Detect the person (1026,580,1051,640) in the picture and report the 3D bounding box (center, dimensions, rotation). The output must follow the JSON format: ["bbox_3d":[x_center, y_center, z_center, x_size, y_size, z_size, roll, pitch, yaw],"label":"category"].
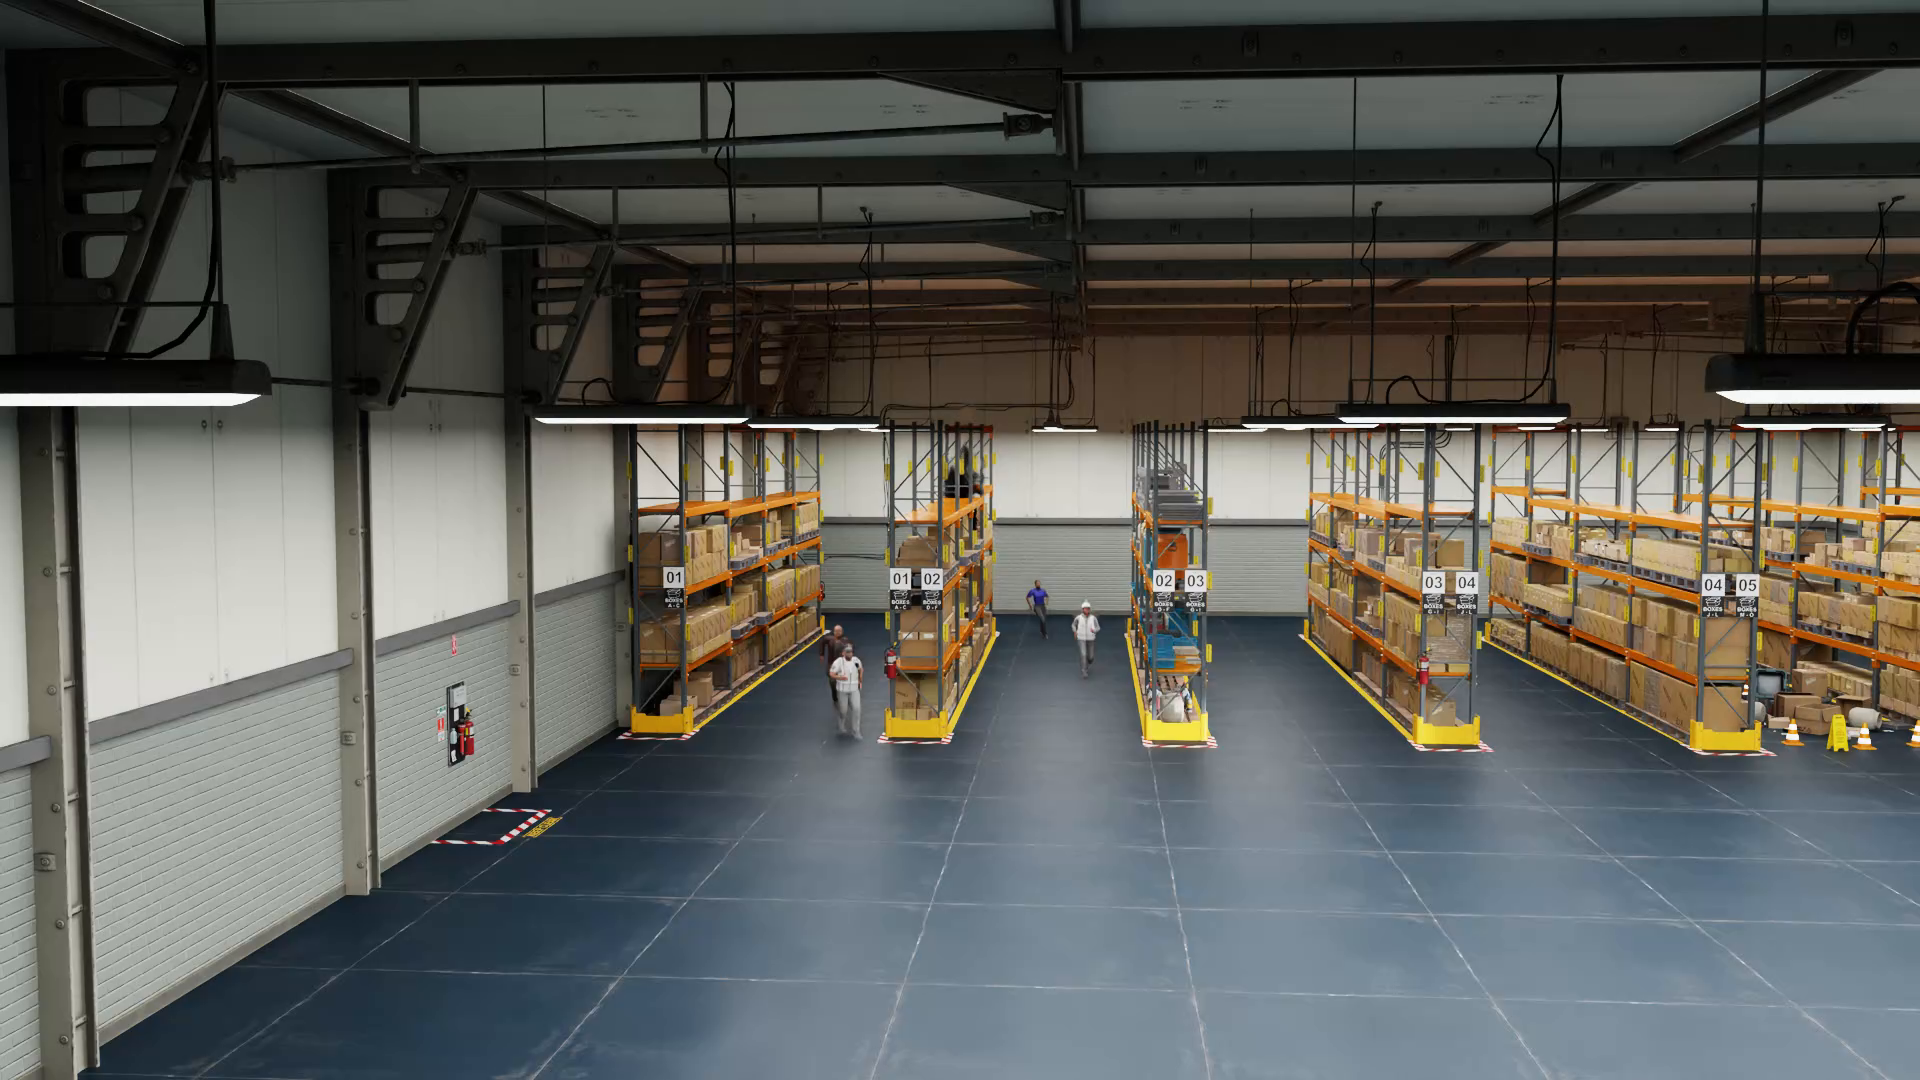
[{"bbox_3d":[2.244,1.956,46.793,0.668,1.679,0.773,-2,4,-25],"label":"person"}]

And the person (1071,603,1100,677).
[{"bbox_3d":[2.987,2.355,39.453,0.669,1.744,0.860,0,4,-1],"label":"person"}]

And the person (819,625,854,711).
[{"bbox_3d":[-2.566,2.696,34.576,0.745,1.695,0.894,0,4,-2],"label":"person"}]

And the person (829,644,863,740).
[{"bbox_3d":[-2.140,2.849,31.555,0.693,1.806,0.935,-1,4,-17],"label":"person"}]
